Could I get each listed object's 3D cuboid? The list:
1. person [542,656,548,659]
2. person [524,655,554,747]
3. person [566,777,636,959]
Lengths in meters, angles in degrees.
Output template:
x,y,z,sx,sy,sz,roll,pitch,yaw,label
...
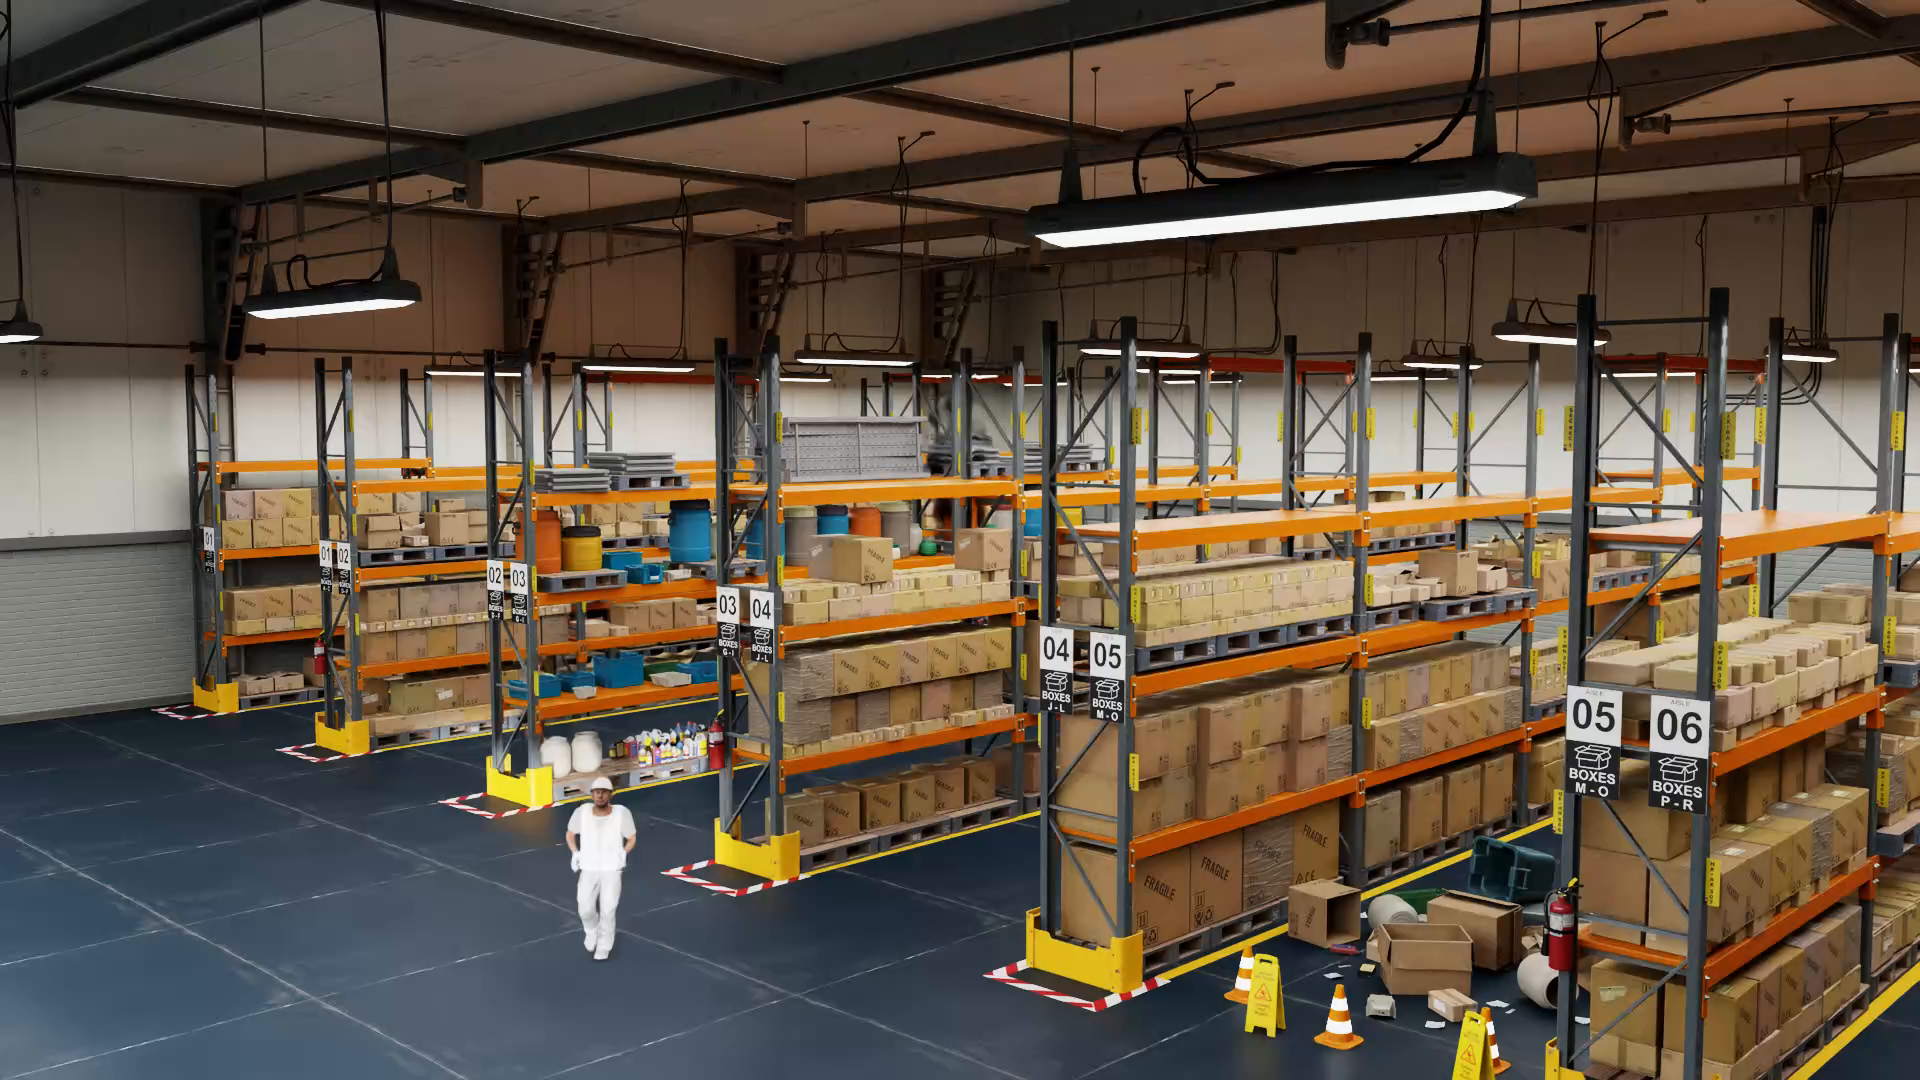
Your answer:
x,y,z,sx,sy,sz,roll,pitch,yaw,label
-7.590,2.024,30.082,0.659,1.667,0.622,4,6,39,person
-6.110,2.496,24.065,0.571,1.689,0.678,4,6,40,person
-3.375,3.092,15.625,0.656,1.736,0.582,-1,4,-8,person
